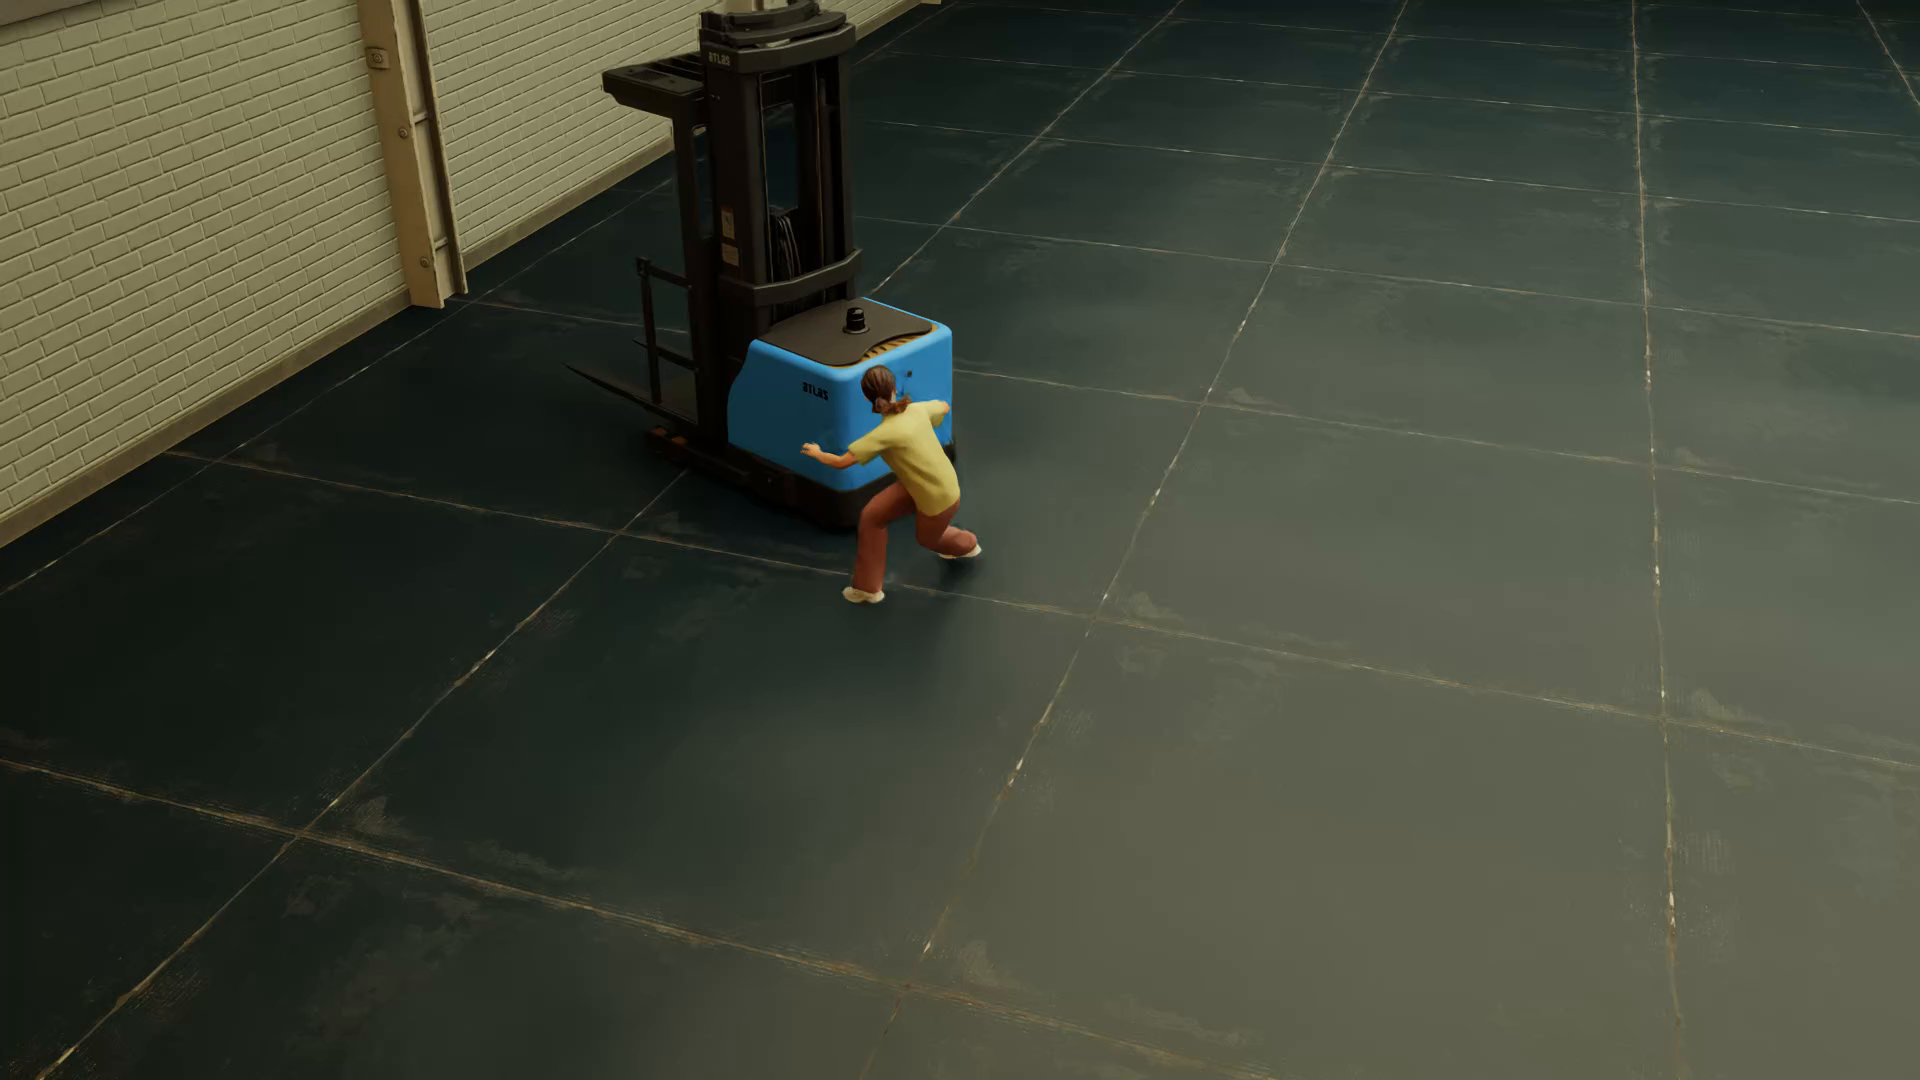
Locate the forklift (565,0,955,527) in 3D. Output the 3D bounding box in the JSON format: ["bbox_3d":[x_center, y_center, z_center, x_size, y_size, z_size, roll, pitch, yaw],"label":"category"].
[{"bbox_3d":[-1.468,-1.962,10.578,3.031,2.935,1.130,24,37,35],"label":"forklift"}]

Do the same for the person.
[{"bbox_3d":[-0.379,-0.343,9.266,0.960,1.448,0.866,2,30,4],"label":"person"}]
